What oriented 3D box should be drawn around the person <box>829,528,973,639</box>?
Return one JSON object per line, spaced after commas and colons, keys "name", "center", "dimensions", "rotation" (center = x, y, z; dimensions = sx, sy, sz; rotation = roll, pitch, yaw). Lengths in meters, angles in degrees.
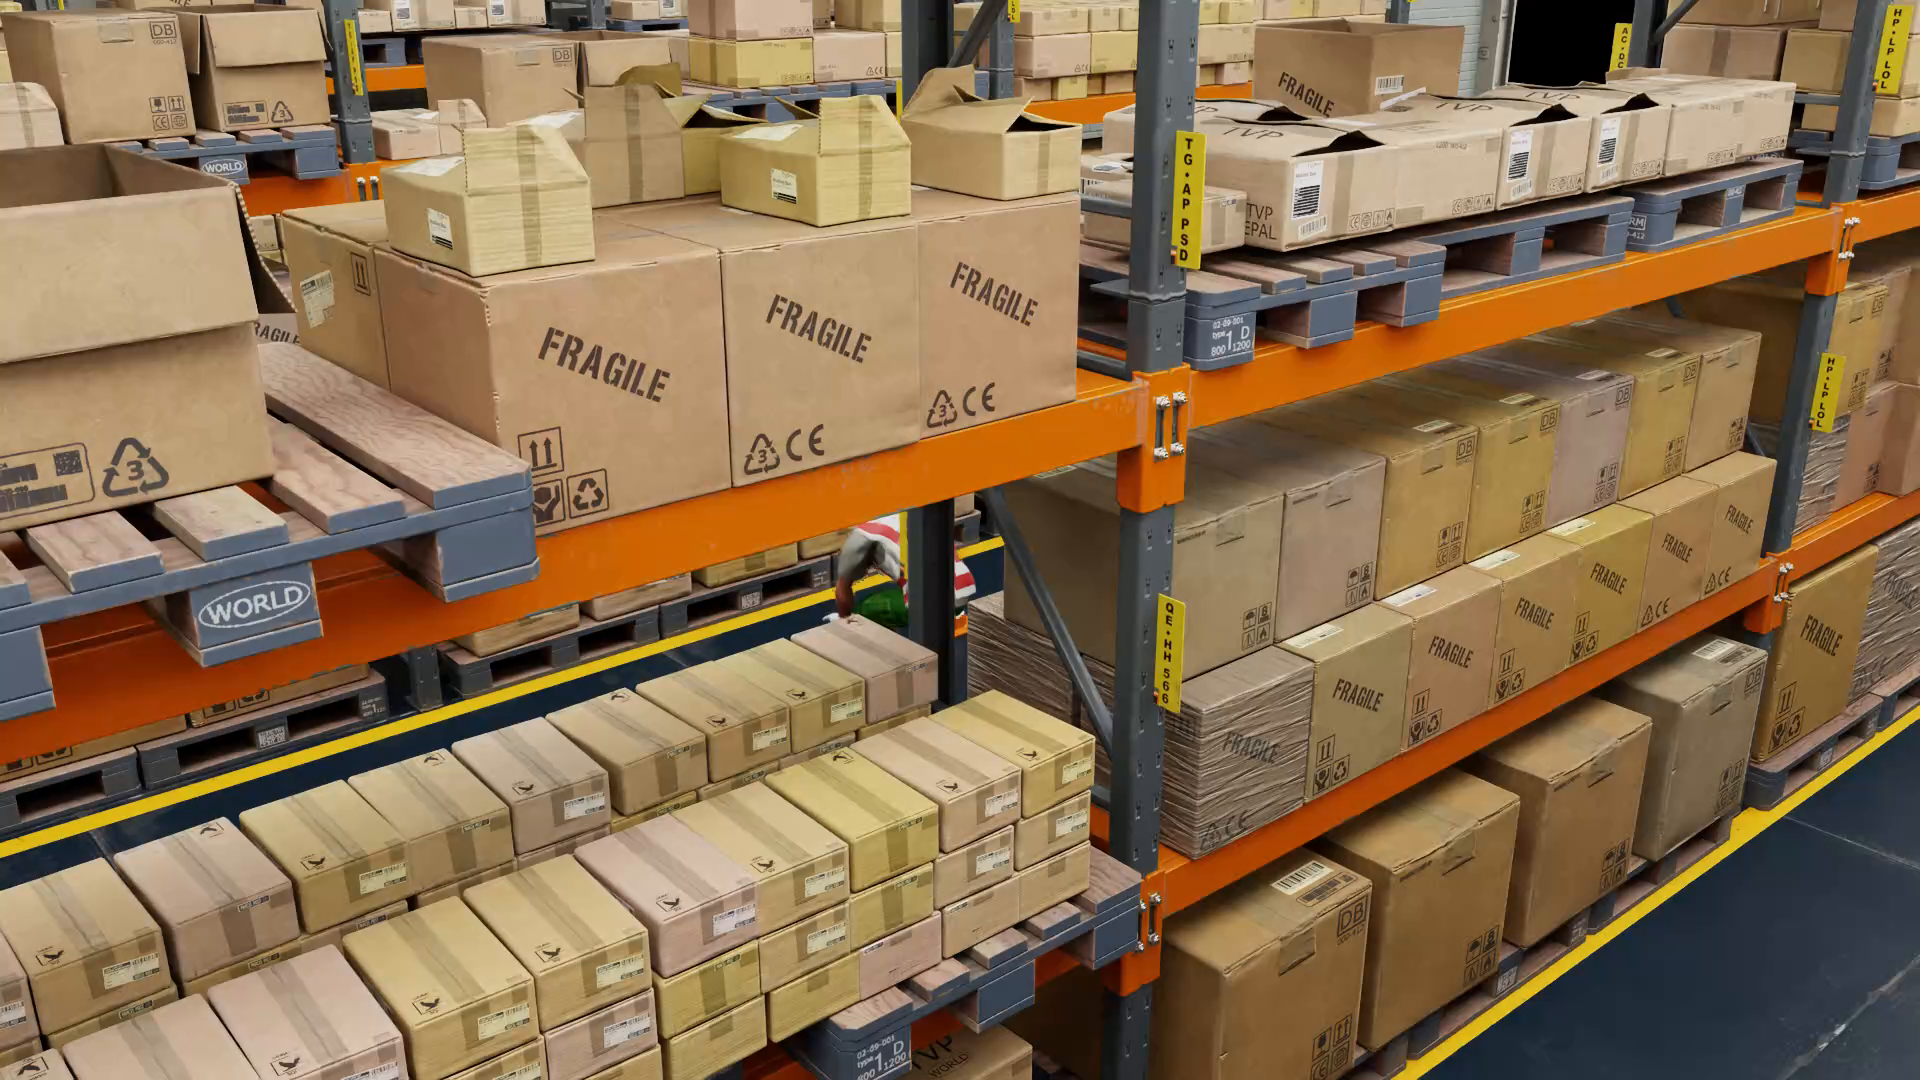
{"name": "person", "center": [-0.348, 0.411, 8.953], "dimensions": [0.520, 0.815, 0.945], "rotation": [-18, 27, -39]}
